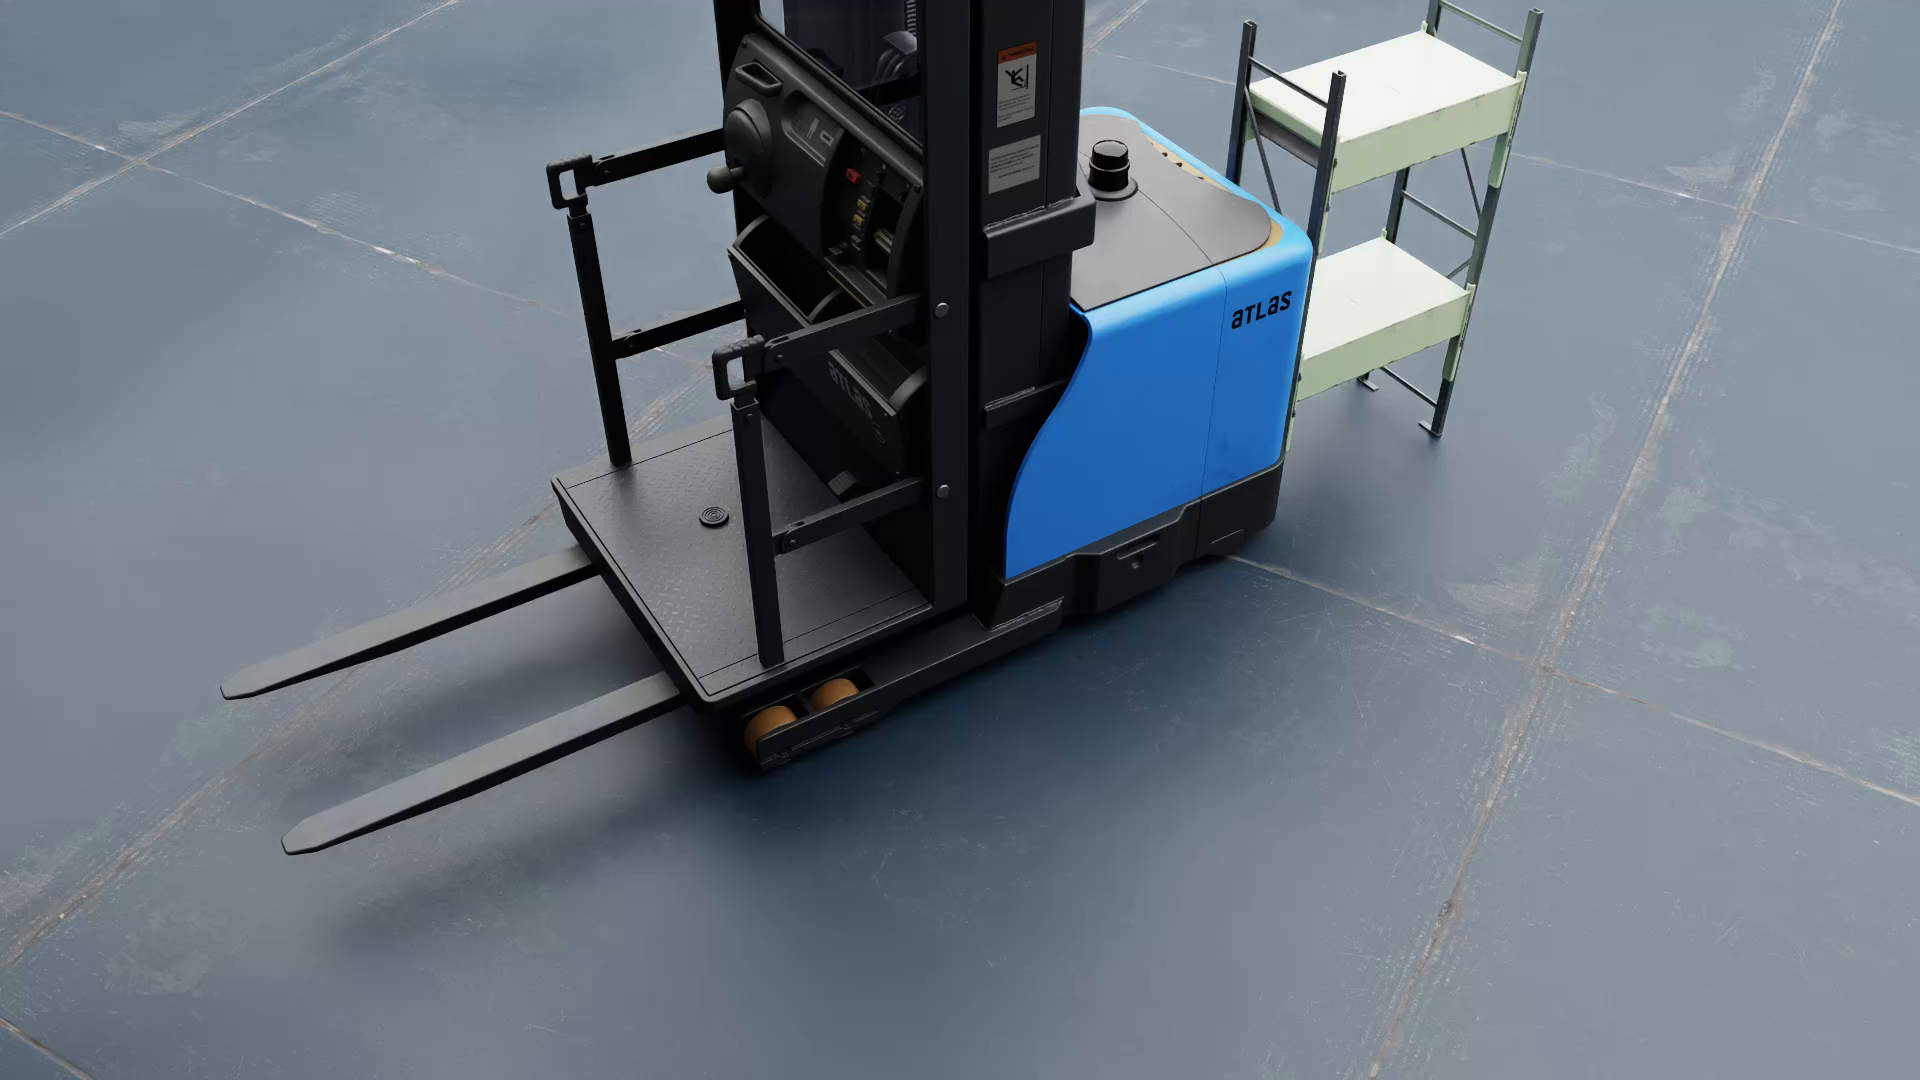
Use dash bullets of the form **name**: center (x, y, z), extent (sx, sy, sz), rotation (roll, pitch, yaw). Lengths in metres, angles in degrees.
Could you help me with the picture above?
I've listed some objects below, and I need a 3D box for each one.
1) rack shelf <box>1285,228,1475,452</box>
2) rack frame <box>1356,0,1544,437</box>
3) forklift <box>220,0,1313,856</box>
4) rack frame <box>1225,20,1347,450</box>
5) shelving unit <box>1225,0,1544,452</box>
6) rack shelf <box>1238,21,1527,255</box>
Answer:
- **rack shelf**: center (1.212, -0.653, 5.350), extent (0.720, 0.370, 0.431), rotation (-23, 46, -24)
- **rack frame**: center (1.522, -1.026, 5.281), extent (0.023, 1.500, 0.400), rotation (-23, 46, -24)
- **forklift**: center (-0.528, -0.883, 4.035), extent (3.031, 2.935, 1.130), rotation (-22, 46, -23)
- **rack frame**: center (0.902, -0.769, 4.988), extent (0.023, 1.500, 0.400), rotation (-23, 46, -24)
- **shelving unit**: center (1.212, -0.897, 5.134), extent (0.755, 1.500, 0.431), rotation (-23, 46, -24)
- **rack shelf**: center (1.212, -1.190, 4.876), extent (0.720, 0.370, 0.431), rotation (-23, 46, -24)
